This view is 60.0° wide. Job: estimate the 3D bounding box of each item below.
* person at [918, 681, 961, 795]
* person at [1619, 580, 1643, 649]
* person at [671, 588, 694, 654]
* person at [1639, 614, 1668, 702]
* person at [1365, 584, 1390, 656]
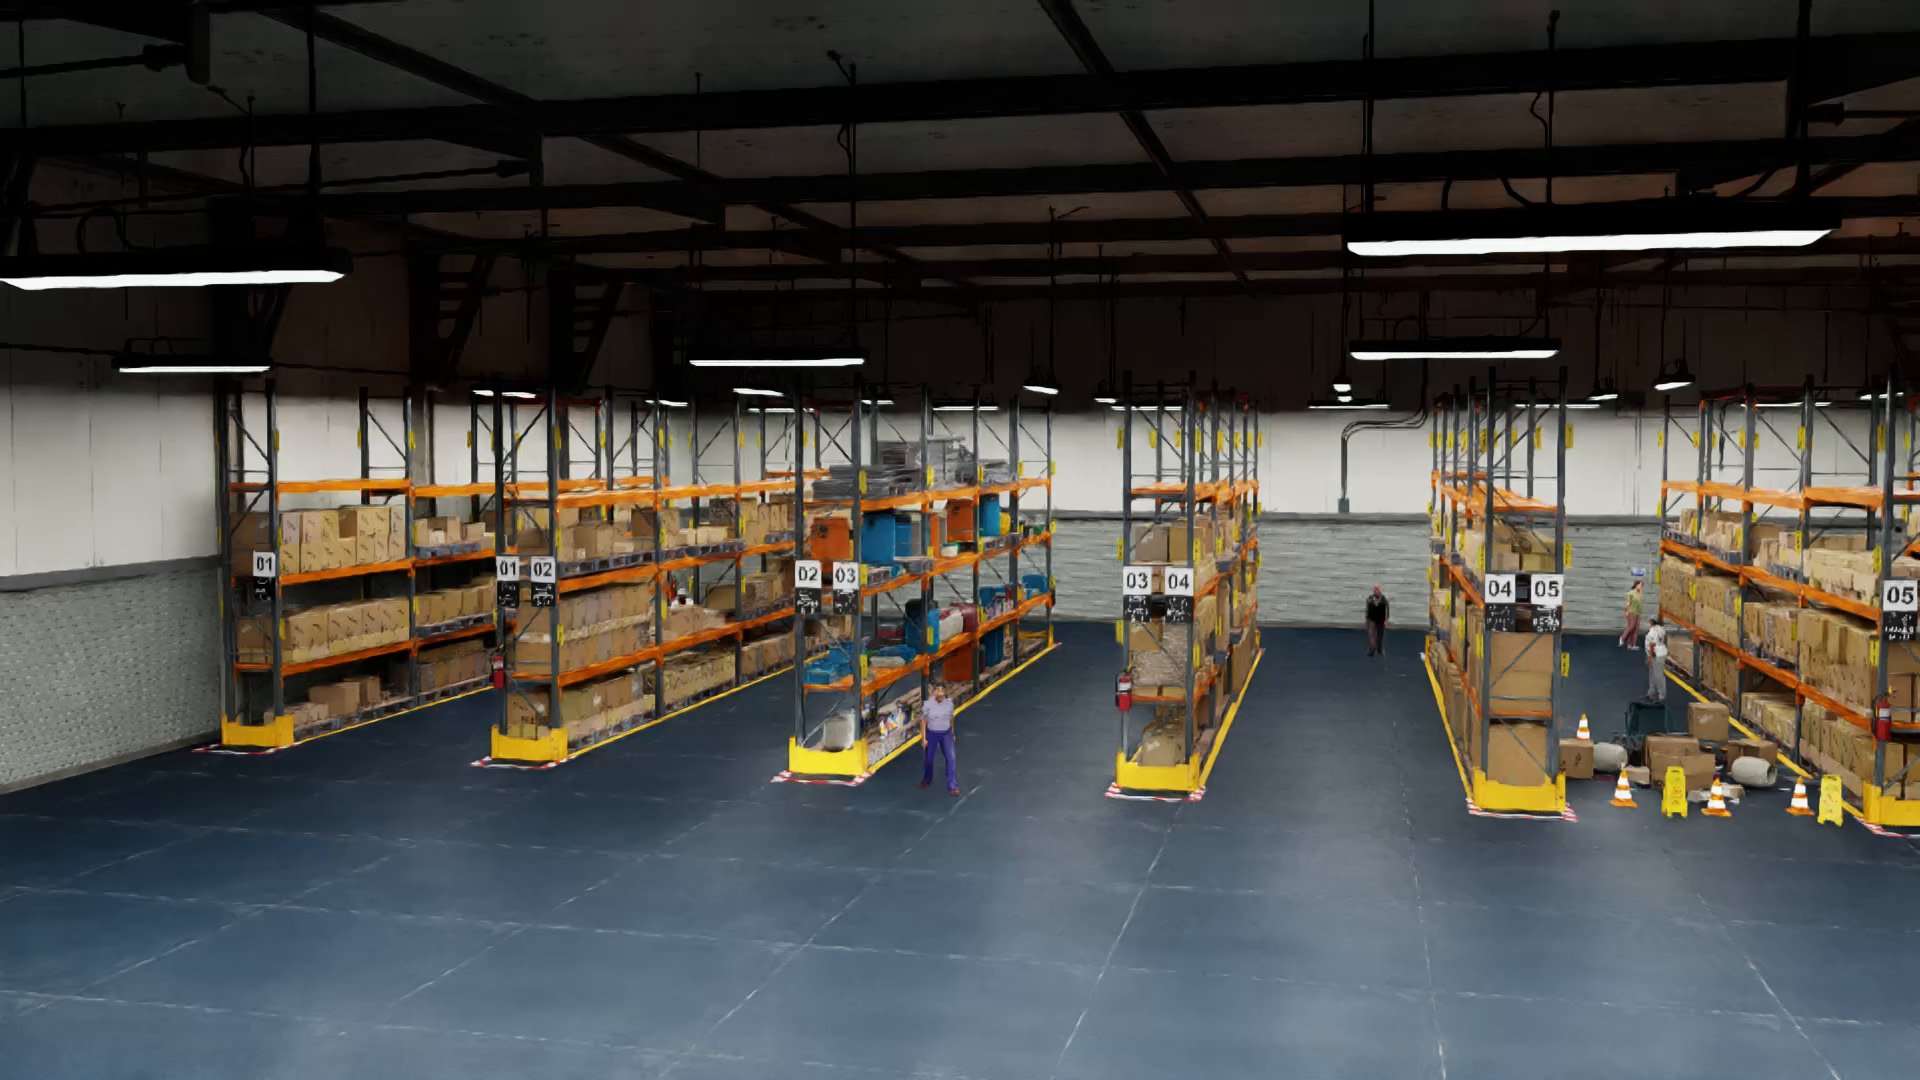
[{"bbox_3d":[-0.307,2.792,23.621,0.519,1.598,0.941,-1,3,-10],"label":"person"},{"bbox_3d":[16.158,1.773,40.029,0.519,1.664,0.504,-1,4,-23],"label":"person"},{"bbox_3d":[-6.190,1.921,37.224,0.719,1.714,0.578,1,3,11],"label":"person"},{"bbox_3d":[13.341,2.245,31.952,0.568,1.654,0.618,2,4,34],"label":"person"},{"bbox_3d":[9.694,1.847,38.623,0.544,1.646,1.106,1,3,11],"label":"person"}]
